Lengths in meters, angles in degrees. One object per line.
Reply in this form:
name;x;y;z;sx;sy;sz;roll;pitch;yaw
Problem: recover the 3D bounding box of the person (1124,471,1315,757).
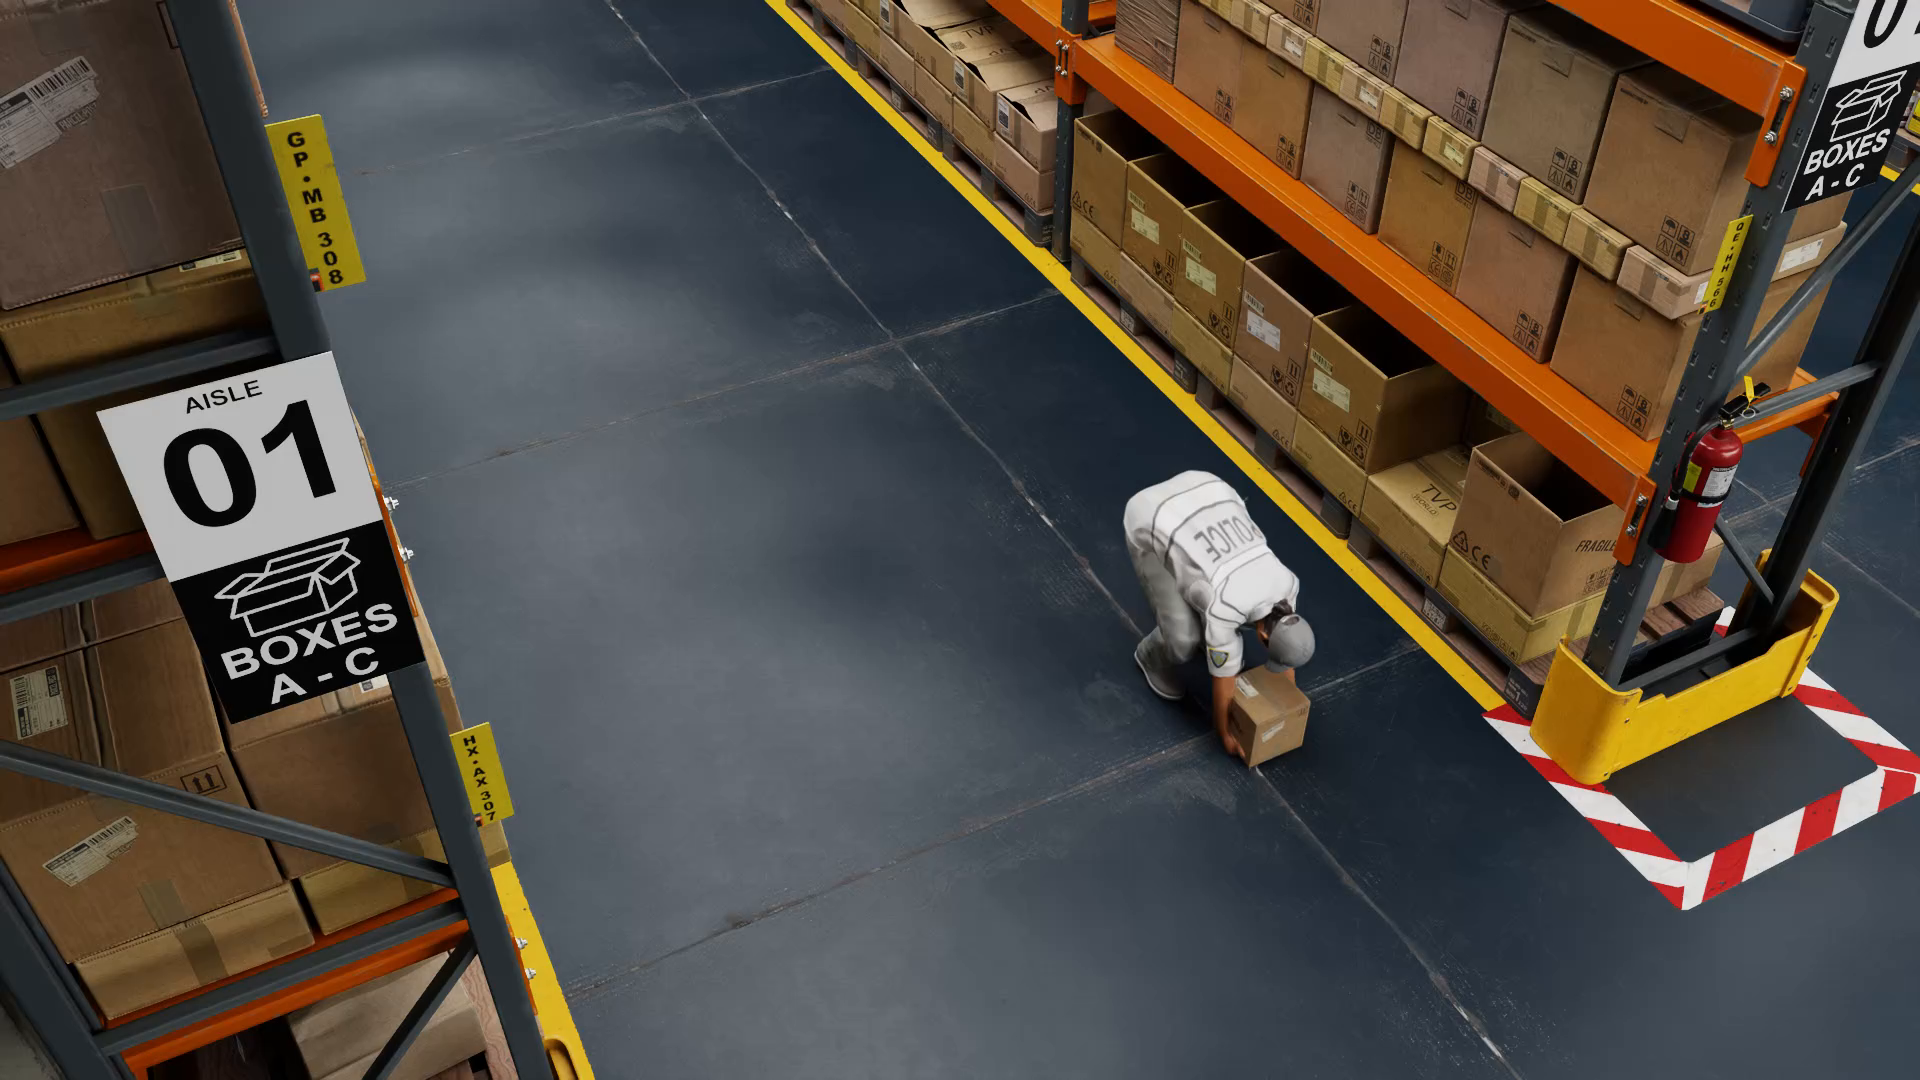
person;1.013;0.273;6.438;0.520;0.887;0.937;-22;46;-23
